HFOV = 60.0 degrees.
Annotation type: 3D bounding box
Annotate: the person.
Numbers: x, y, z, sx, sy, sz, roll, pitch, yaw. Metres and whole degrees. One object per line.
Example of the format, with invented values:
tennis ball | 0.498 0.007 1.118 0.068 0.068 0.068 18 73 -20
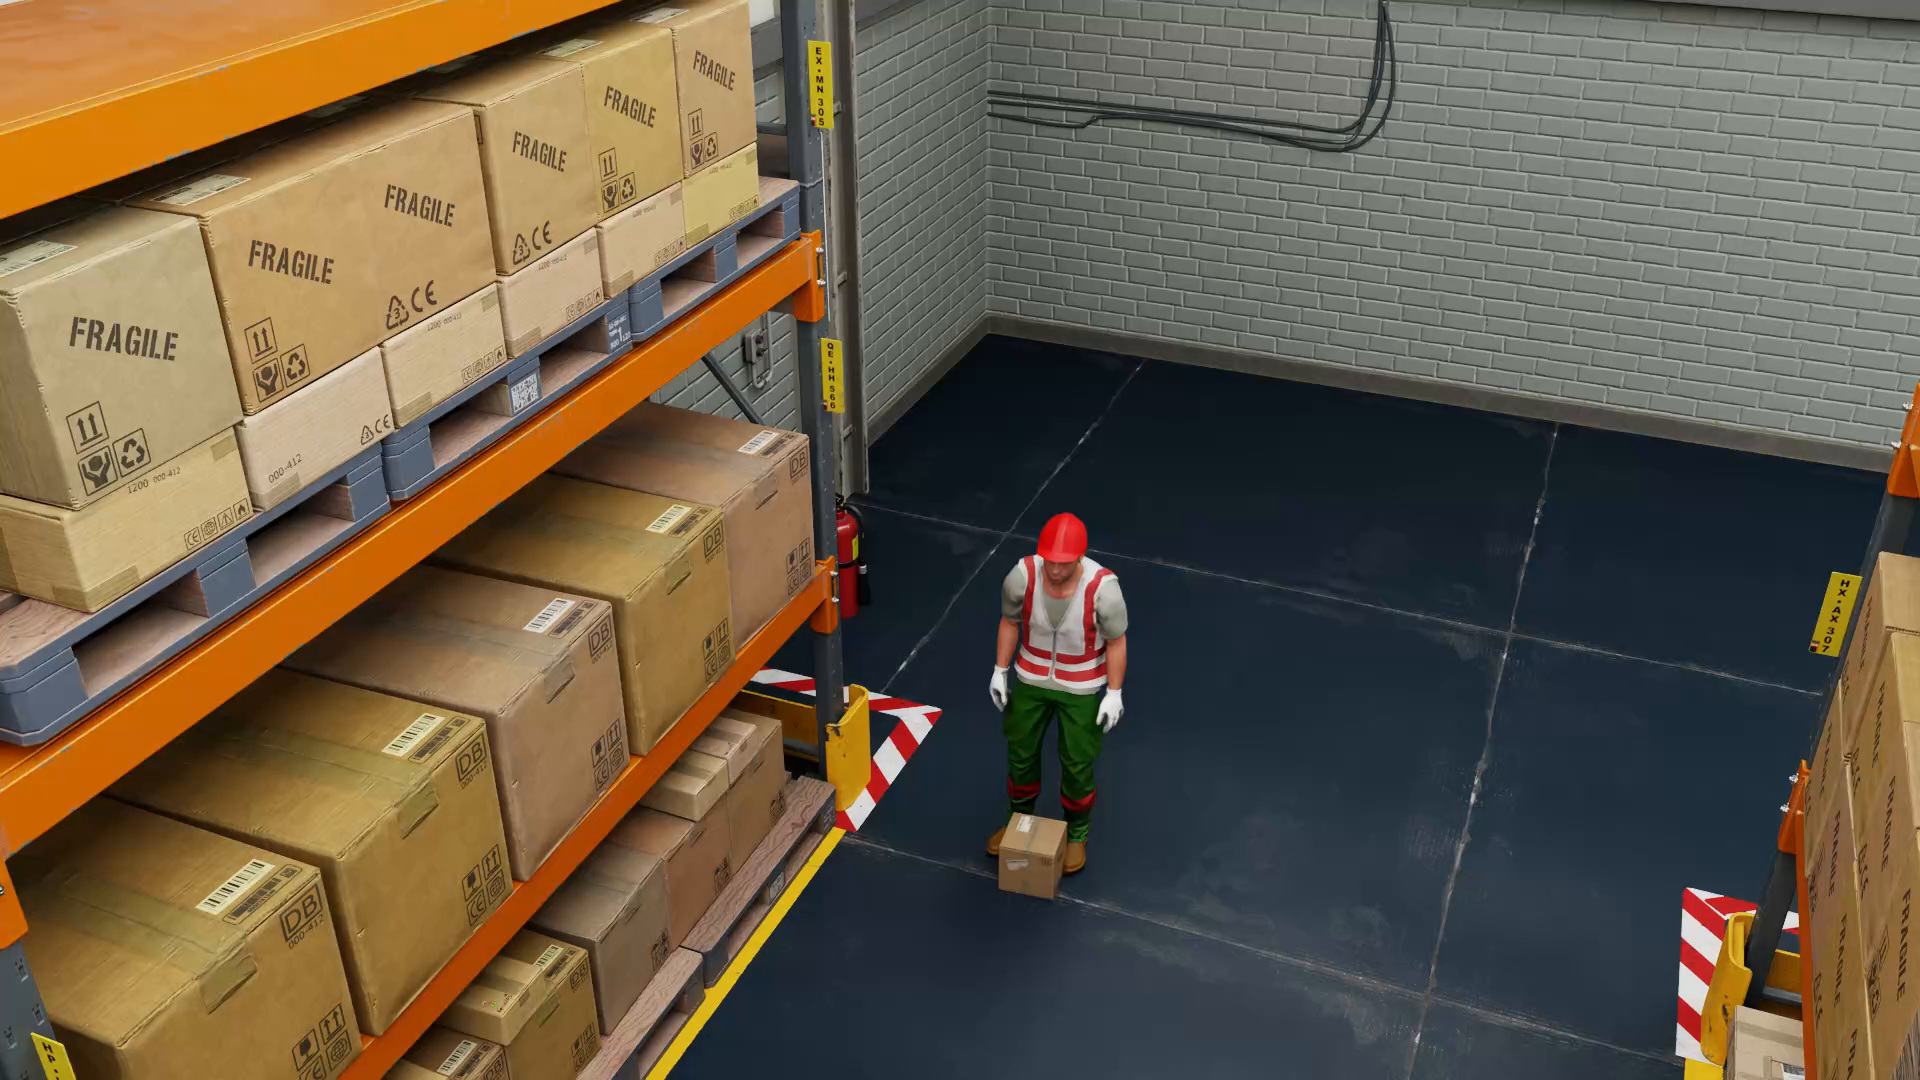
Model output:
person | 0.419 0.646 7.240 0.604 1.777 0.453 10 31 17
